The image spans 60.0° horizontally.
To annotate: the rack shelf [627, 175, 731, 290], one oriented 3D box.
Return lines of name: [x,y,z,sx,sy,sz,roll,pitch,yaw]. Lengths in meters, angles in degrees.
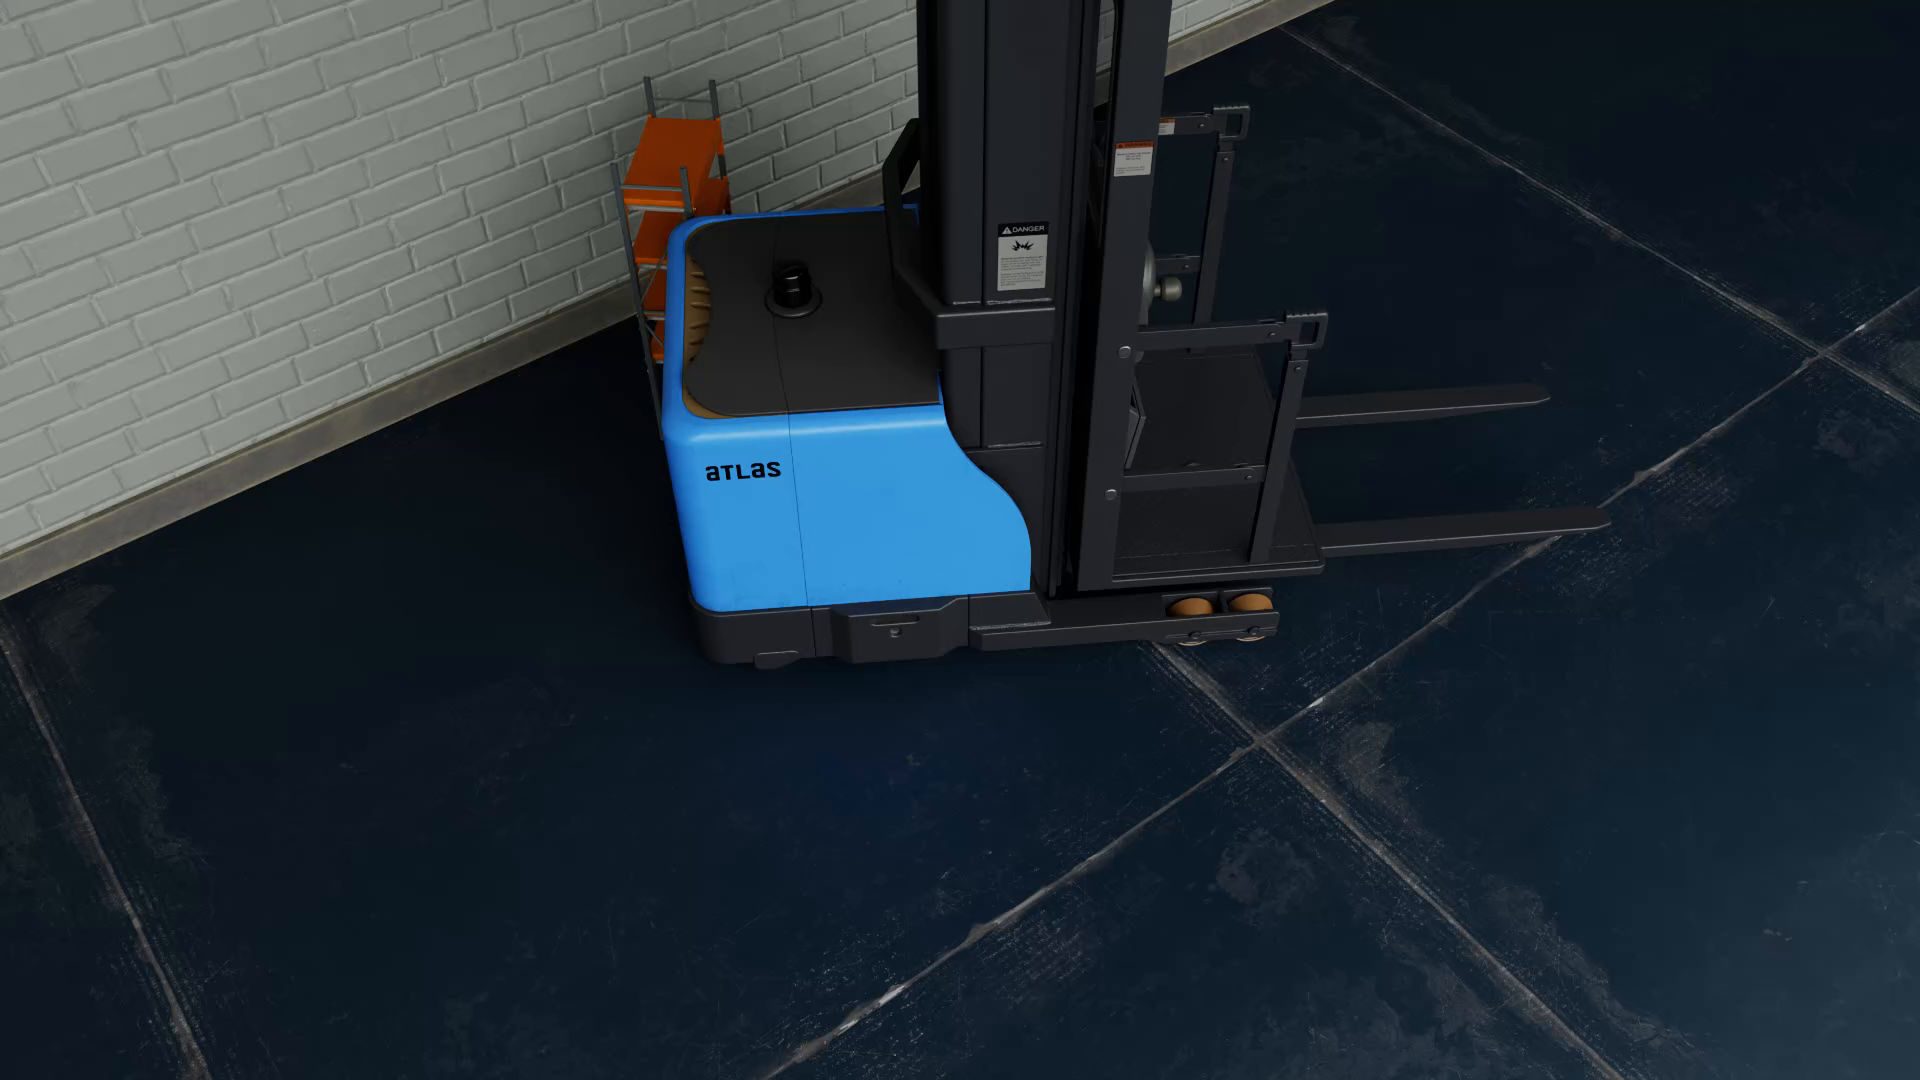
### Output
rack shelf: [-0.953,-1.050,5.681,0.258,0.148,0.480,4,48,3]

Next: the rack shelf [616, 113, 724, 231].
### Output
rack shelf: [-0.953,-1.209,5.506,0.258,0.148,0.480,4,48,3]

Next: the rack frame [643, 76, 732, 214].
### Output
rack frame: [-0.932,-1.125,5.960,0.240,1.200,0.015,4,48,3]

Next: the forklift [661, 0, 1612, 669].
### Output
forklift: [0.620,-1.028,4.704,3.031,2.935,1.130,-4,48,-4]

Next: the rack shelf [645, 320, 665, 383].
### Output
rack shelf: [-0.953,-0.767,5.994,0.258,0.148,0.480,4,48,3]

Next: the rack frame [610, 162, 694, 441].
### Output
rack frame: [-0.974,-0.765,5.634,0.240,1.200,0.015,4,48,3]

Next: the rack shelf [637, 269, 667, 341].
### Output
rack shelf: [-0.953,-0.900,5.847,0.258,0.148,0.480,4,48,3]

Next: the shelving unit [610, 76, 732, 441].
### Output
shelving unit: [-0.953,-0.945,5.797,0.258,1.200,0.503,4,48,3]
